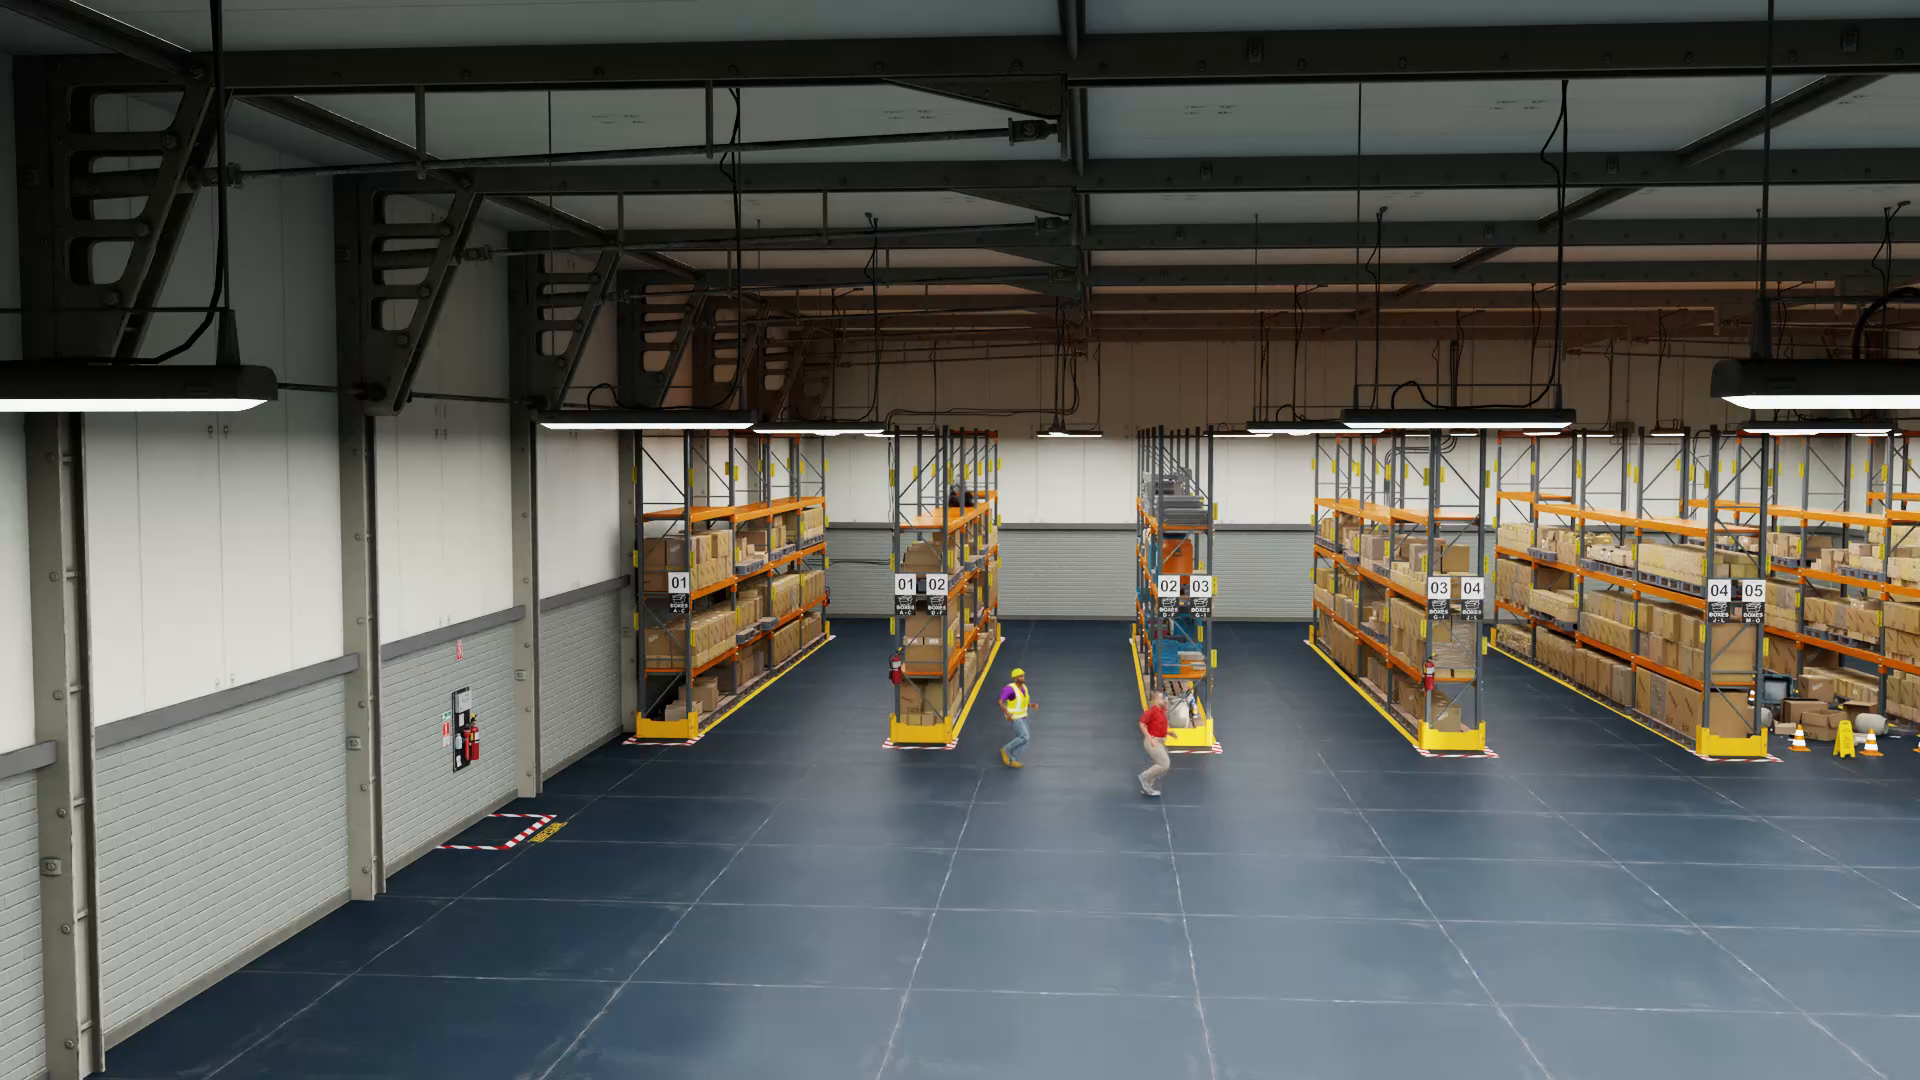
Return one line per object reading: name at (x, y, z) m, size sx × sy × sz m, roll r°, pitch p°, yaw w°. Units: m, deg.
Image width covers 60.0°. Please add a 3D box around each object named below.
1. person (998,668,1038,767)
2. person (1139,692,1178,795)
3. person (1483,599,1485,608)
person at (1.048, 3.107, 29.100) m, size 0.594 × 1.729 × 0.681 m, roll 2°, pitch 4°, yaw 31°
person at (3.198, 3.276, 26.766) m, size 0.592 × 1.673 × 0.604 m, roll 2°, pitch 4°, yaw 24°
person at (14.579, 2.106, 47.031) m, size 0.638 × 1.604 × 0.693 m, roll -2°, pitch 4°, yaw -26°
